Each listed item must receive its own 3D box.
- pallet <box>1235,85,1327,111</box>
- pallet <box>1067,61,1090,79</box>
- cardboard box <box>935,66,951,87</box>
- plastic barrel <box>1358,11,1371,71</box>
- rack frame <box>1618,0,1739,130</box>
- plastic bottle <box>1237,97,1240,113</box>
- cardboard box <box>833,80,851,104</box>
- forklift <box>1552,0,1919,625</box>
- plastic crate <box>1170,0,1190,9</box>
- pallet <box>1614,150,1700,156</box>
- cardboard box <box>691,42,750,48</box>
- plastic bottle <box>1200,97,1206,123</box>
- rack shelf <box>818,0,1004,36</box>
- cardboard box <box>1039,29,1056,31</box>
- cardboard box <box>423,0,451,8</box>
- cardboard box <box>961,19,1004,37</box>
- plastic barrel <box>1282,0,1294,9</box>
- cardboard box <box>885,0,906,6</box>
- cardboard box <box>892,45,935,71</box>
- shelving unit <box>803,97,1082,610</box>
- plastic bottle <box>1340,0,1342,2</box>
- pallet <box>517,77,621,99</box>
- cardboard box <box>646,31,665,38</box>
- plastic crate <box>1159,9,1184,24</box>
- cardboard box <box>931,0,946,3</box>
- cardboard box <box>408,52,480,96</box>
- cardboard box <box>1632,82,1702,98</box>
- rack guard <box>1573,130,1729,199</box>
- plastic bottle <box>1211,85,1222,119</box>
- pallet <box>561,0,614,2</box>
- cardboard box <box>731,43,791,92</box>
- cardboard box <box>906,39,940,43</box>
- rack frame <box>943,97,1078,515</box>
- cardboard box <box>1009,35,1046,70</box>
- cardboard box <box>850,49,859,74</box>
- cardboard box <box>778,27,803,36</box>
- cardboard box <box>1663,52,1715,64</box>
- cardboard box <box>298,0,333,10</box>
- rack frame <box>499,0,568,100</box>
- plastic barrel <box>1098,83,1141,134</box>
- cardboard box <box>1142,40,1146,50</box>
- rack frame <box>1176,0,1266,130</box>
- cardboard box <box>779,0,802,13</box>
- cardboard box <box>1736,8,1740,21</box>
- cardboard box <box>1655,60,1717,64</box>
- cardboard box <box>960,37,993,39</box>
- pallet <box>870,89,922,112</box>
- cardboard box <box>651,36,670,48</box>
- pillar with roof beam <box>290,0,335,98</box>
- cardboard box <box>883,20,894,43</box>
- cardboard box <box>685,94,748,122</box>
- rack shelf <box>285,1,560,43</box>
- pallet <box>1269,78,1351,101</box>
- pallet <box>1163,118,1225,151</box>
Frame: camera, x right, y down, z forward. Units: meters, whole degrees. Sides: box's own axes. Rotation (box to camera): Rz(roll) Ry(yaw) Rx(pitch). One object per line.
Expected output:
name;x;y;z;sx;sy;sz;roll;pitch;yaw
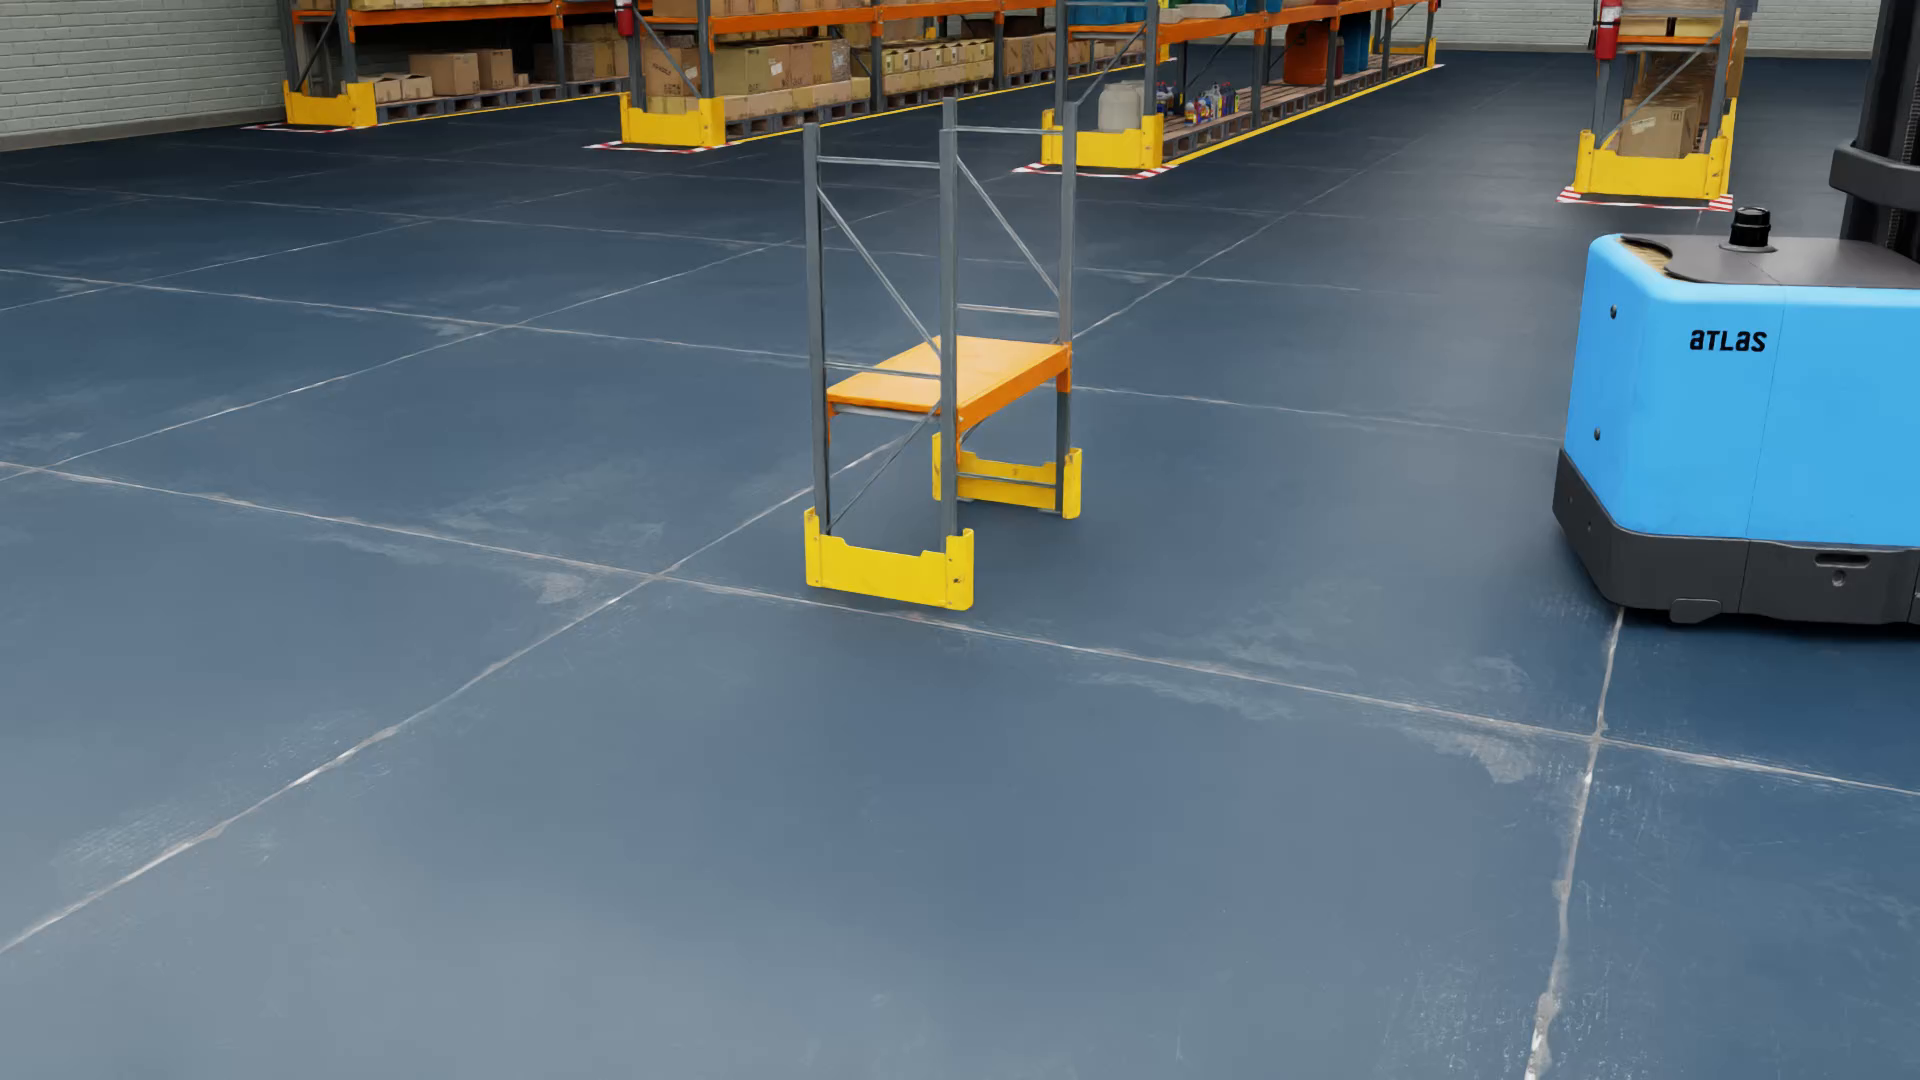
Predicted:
pallet;4.324;-5.978;22.463;1.003;0.211;1.213;9;21;23
pallet;1.498;-7.859;27.753;1.003;0.211;1.213;9;21;23
cardboard box;-0.459;-6.443;23.086;0.500;0.250;0.500;9;21;24
plastic barrel;6.076;-7.791;25.905;0.600;0.901;0.708;9;21;23
rack frame;7.557;-5.621;17.297;1.000;3.000;0.127;9;21;23
plastic bottle;3.174;-5.036;19.171;0.097;0.201;0.097;0;20;0
cardboard box;-1.684;-5.560;20.604;0.500;0.250;0.500;9;21;23
forklift;3.592;-1.205;4.982;3.031;2.935;1.130;3;20;8
plastic crate;2.225;-5.824;18.186;0.450;0.188;0.662;9;21;23
pallet;6.315;-3.351;15.076;1.003;0.211;1.213;9;21;23
cardboard box;-2.773;-5.527;19.390;0.500;0.500;0.500;9;21;23
plastic bottle;2.608;-4.646;17.972;0.097;0.271;0.097;0;20;0
rack shelf;-0.660;-7.254;22.962;1.077;0.370;4.000;9;21;23
cardboard box;1.376;-8.342;28.023;0.500;0.500;0.500;8;21;20
cardboard box;-6.735;-6.797;20.799;0.500;0.250;0.500;8;21;22
cardboard box;0.347;-7.923;25.725;0.500;0.250;0.500;9;22;25
plastic barrel;3.930;-6.851;20.554;0.433;0.535;0.433;0;20;0
cardboard box;-0.930;-7.106;21.848;0.380;0.149;0.250;9;21;23
cardboard box;-0.662;-6.551;22.552;0.500;0.311;0.500;8;21;21
shelving unit;-0.031;-0.683;5.652;0.587;1.500;1.083;9;21;23
plastic bottle;5.261;-7.579;23.100;0.097;0.201;0.097;0;20;0
pallet;-5.683;-6.584;24.168;1.003;0.211;1.213;9;21;23
cardboard box;-4.900;-7.873;25.584;0.500;0.250;0.500;9;21;24
plastic crate;2.060;-5.183;16.459;0.298;0.136;0.250;9;21;23
cardboard box;-0.514;-7.736;23.096;0.500;0.500;0.500;7;21;20
cardboard box;-6.693;-6.057;21.599;0.700;0.500;0.500;7;21;19
cardboard box;7.129;-4.348;16.822;0.500;0.500;0.500;17;26;40
rack guard;5.950;-3.244;14.343;1.175;0.500;0.348;9;21;23
plastic bottle;2.827;-4.866;18.471;0.144;0.351;0.185;8;21;22
pallet;-5.554;-7.783;23.664;1.003;0.211;1.213;9;21;23
cardboard box;-2.299;-5.455;19.189;0.500;0.500;0.500;9;21;23
cardboard box;-0.531;-7.089;24.066;0.500;0.311;0.500;8;21;21
rack frame;0.173;-0.836;6.081;0.500;1.500;0.032;9;21;23
cardboard box;1.025;-7.647;26.068;0.500;0.500;0.500;8;21;22
cardboard box;-1.575;-6.311;21.878;0.500;0.311;0.500;9;21;23
cardboard box;-3.233;-8.802;28.823;0.750;0.750;0.750;9;22;24
cardboard box;8.740;-5.854;19.908;0.500;0.250;0.500;11;22;29
cardboard box;-7.624;-6.545;20.091;0.500;0.250;0.500;9;21;23
rack frame;-6.000;-7.660;23.031;1.000;3.000;0.127;9;21;23
plastic barrel;1.600;-4.315;16.712;0.421;0.512;0.421;0;20;0
cardboard box;3.437;-9.479;31.220;0.500;0.500;0.500;9;21;23
rack frame;3.038;-6.300;19.208;1.000;3.000;0.127;9;21;23
cardboard box;-2.283;-6.420;19.396;0.700;0.500;0.500;9;22;24
cardboard box;7.468;-5.161;16.380;0.380;0.149;0.250;9;21;23
cardboard box;8.723;-5.494;20.015;0.700;0.500;0.500;7;21;18
cardboard box;0.328;-7.552;25.801;0.500;0.500;0.500;9;22;25
pallet;-1.213;-5.898;22.238;1.003;0.211;1.213;9;21;23
cardboard box;-4.926;-7.543;25.777;0.700;0.500;0.500;9;21;23
pillar with roof beam;-4.213;-9.006;17.862;9.100;9.000;0.400;9;21;23
cardboard box;-1.692;-9.814;32.191;0.700;0.500;0.500;8;21;21
cardboard box;-2.695;-4.794;18.450;0.500;0.250;0.500;9;21;23
rack shelf;-6.819;-6.710;21.432;1.077;0.370;4.000;9;21;23
pallet;4.961;-6.456;23.808;1.003;0.211;1.213;9;21;23
pallet;2.227;-4.413;18.062;1.003;0.211;1.213;9;21;23
